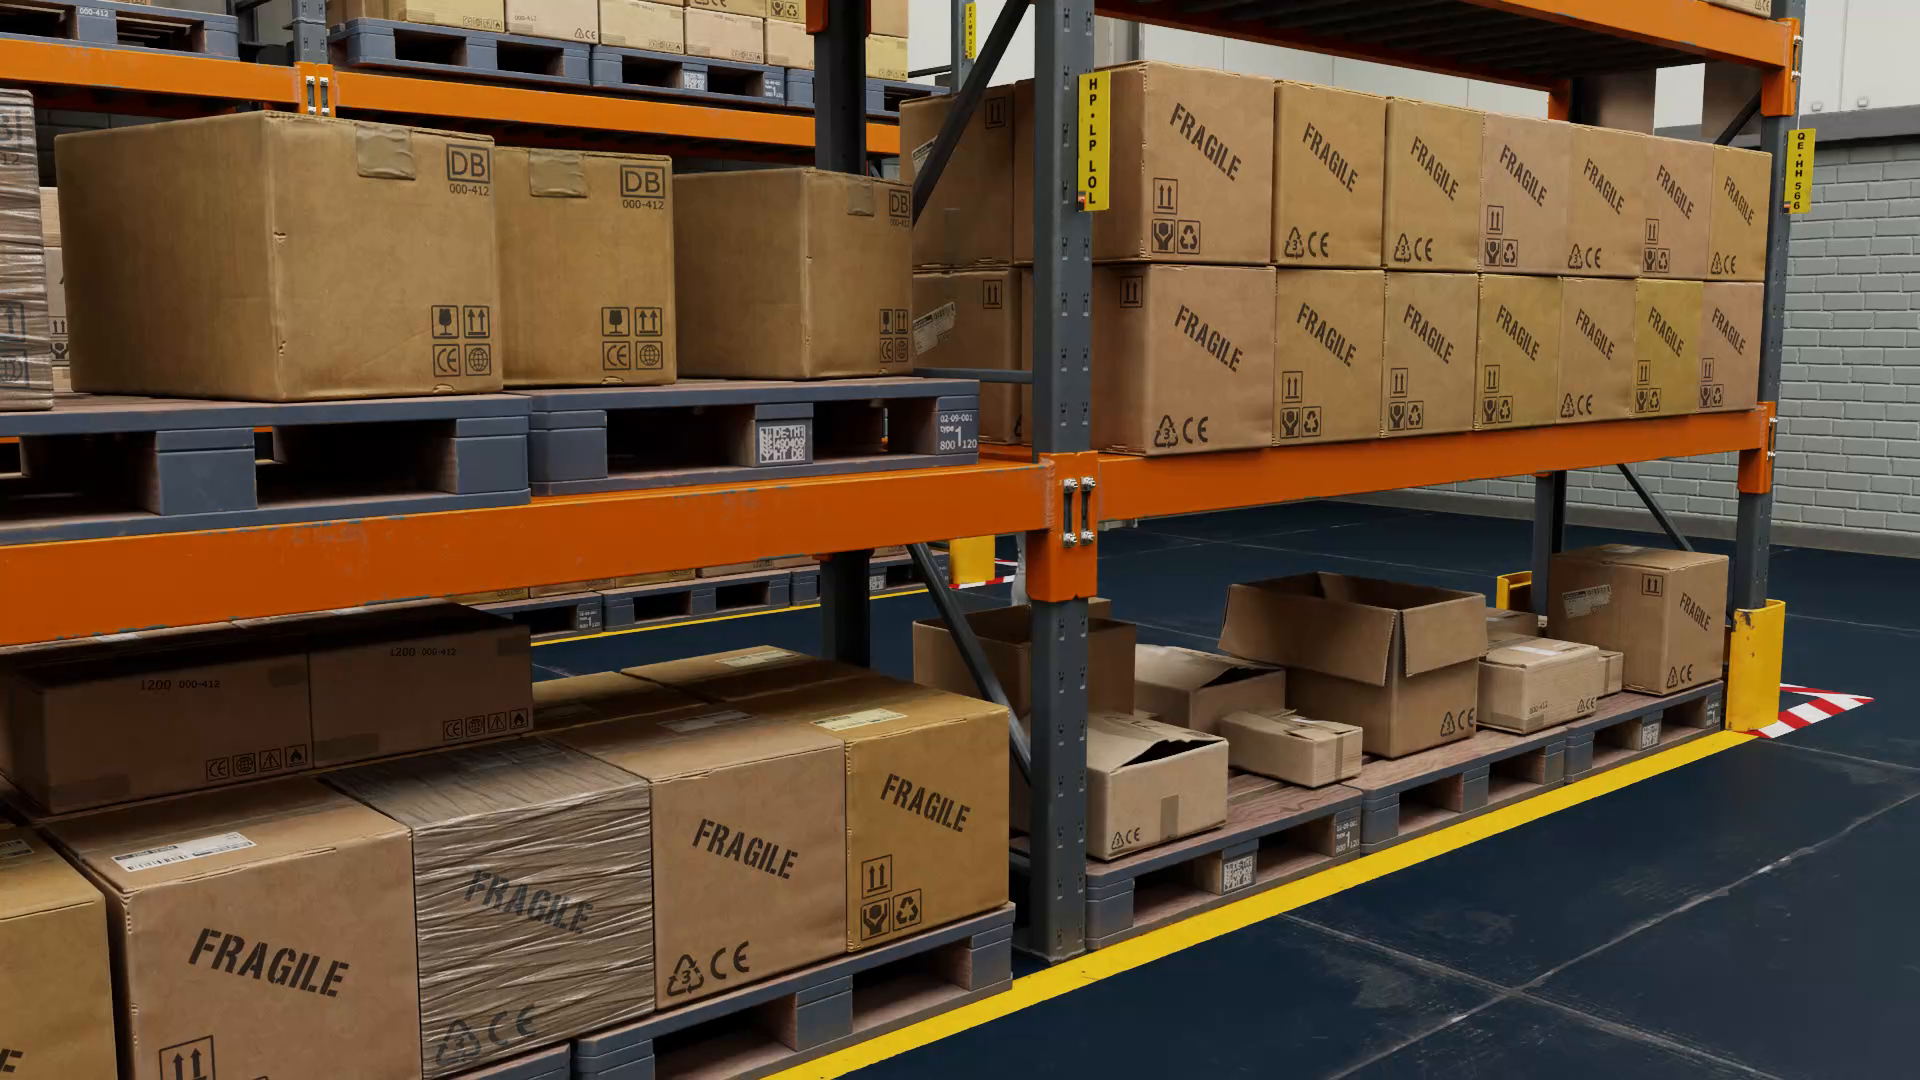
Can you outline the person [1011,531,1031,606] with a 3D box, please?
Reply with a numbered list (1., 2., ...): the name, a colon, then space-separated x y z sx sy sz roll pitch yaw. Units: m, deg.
1. person: 0.409 -0.254 8.197 0.376 1.663 0.545 -7 11 -44
